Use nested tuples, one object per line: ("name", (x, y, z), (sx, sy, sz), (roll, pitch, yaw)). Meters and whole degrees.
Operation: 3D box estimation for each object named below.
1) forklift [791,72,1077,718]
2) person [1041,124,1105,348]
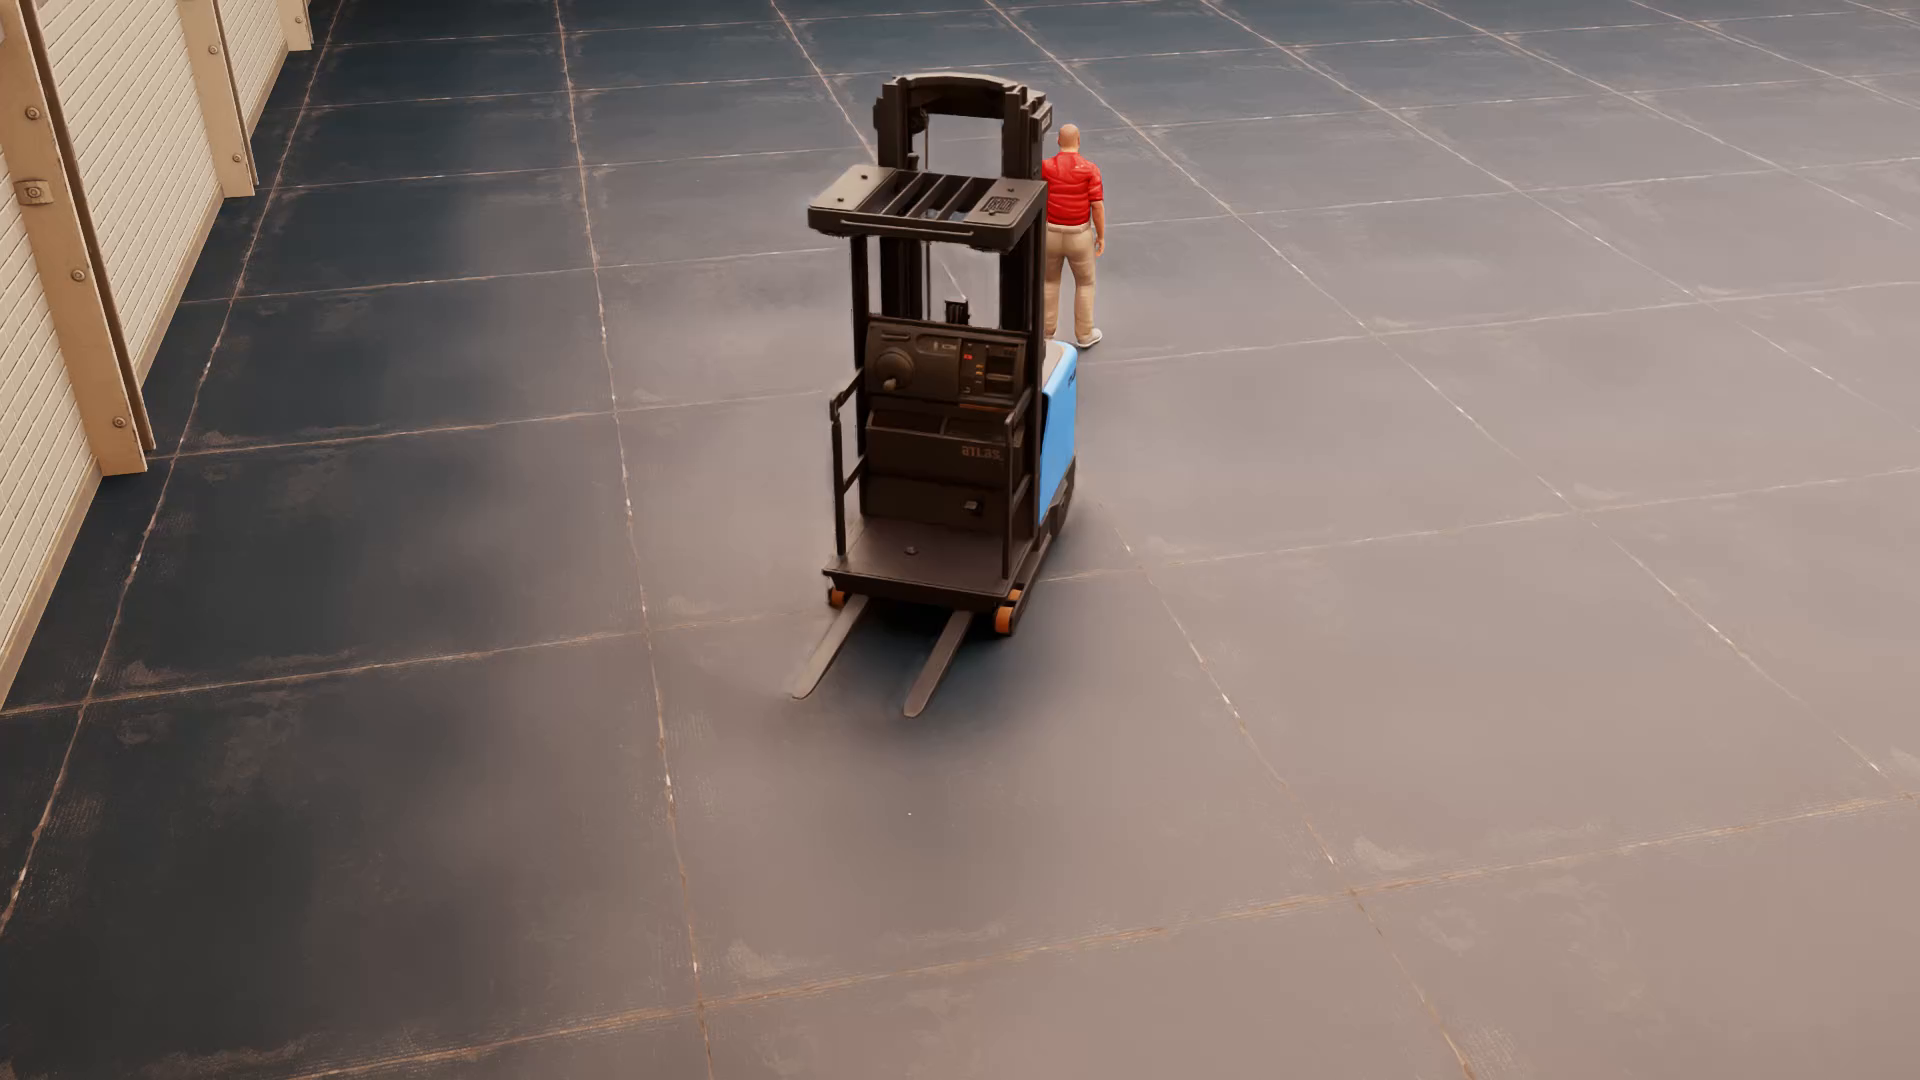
("forklift", (-0.141, -0.943, 9.204), (1.130, 2.935, 3.031), (8, 31, 14))
("person", (0.825, -2.331, 12.804), (0.585, 1.726, 0.396), (7, 31, 12))
